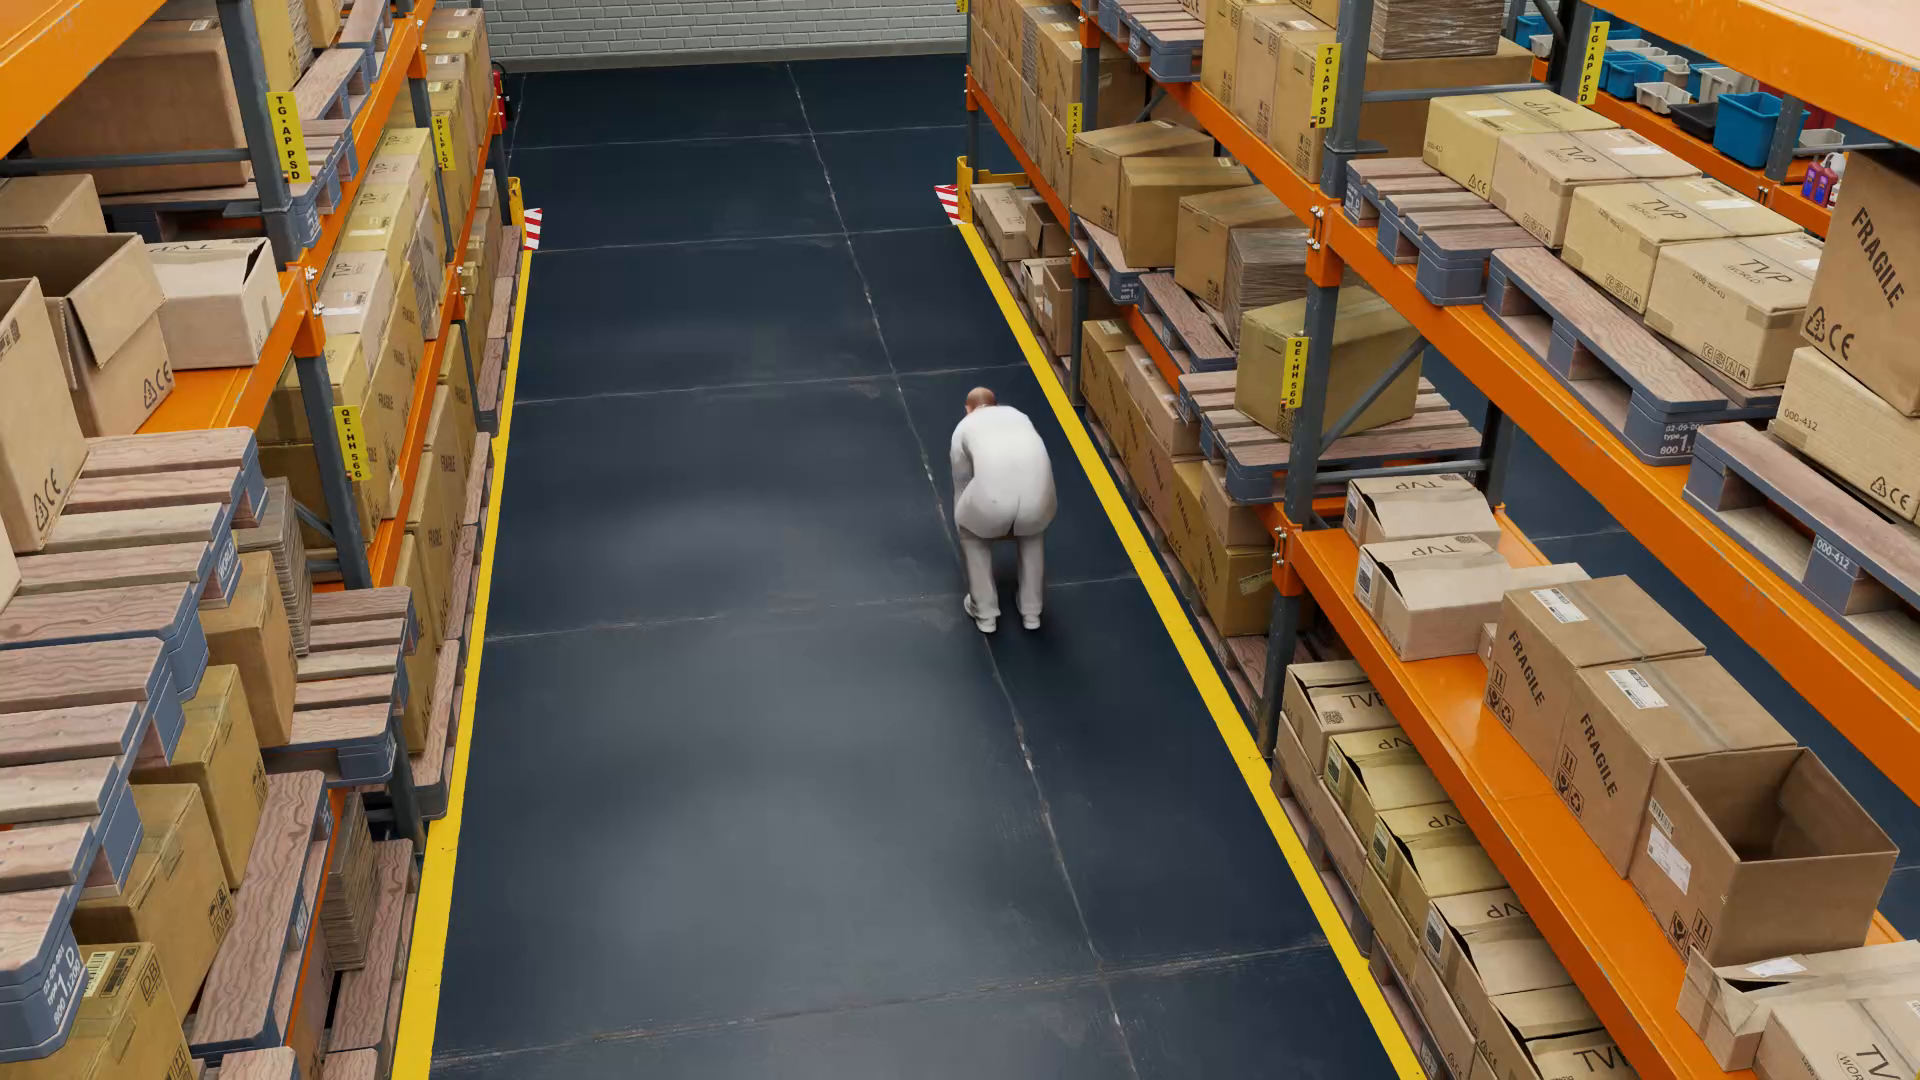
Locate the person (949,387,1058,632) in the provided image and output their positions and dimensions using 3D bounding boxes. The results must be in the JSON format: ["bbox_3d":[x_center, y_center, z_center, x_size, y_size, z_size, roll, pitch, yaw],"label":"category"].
[{"bbox_3d":[0.204,-0.178,9.094,0.568,1.140,0.948,-6,31,-11],"label":"person"}]
